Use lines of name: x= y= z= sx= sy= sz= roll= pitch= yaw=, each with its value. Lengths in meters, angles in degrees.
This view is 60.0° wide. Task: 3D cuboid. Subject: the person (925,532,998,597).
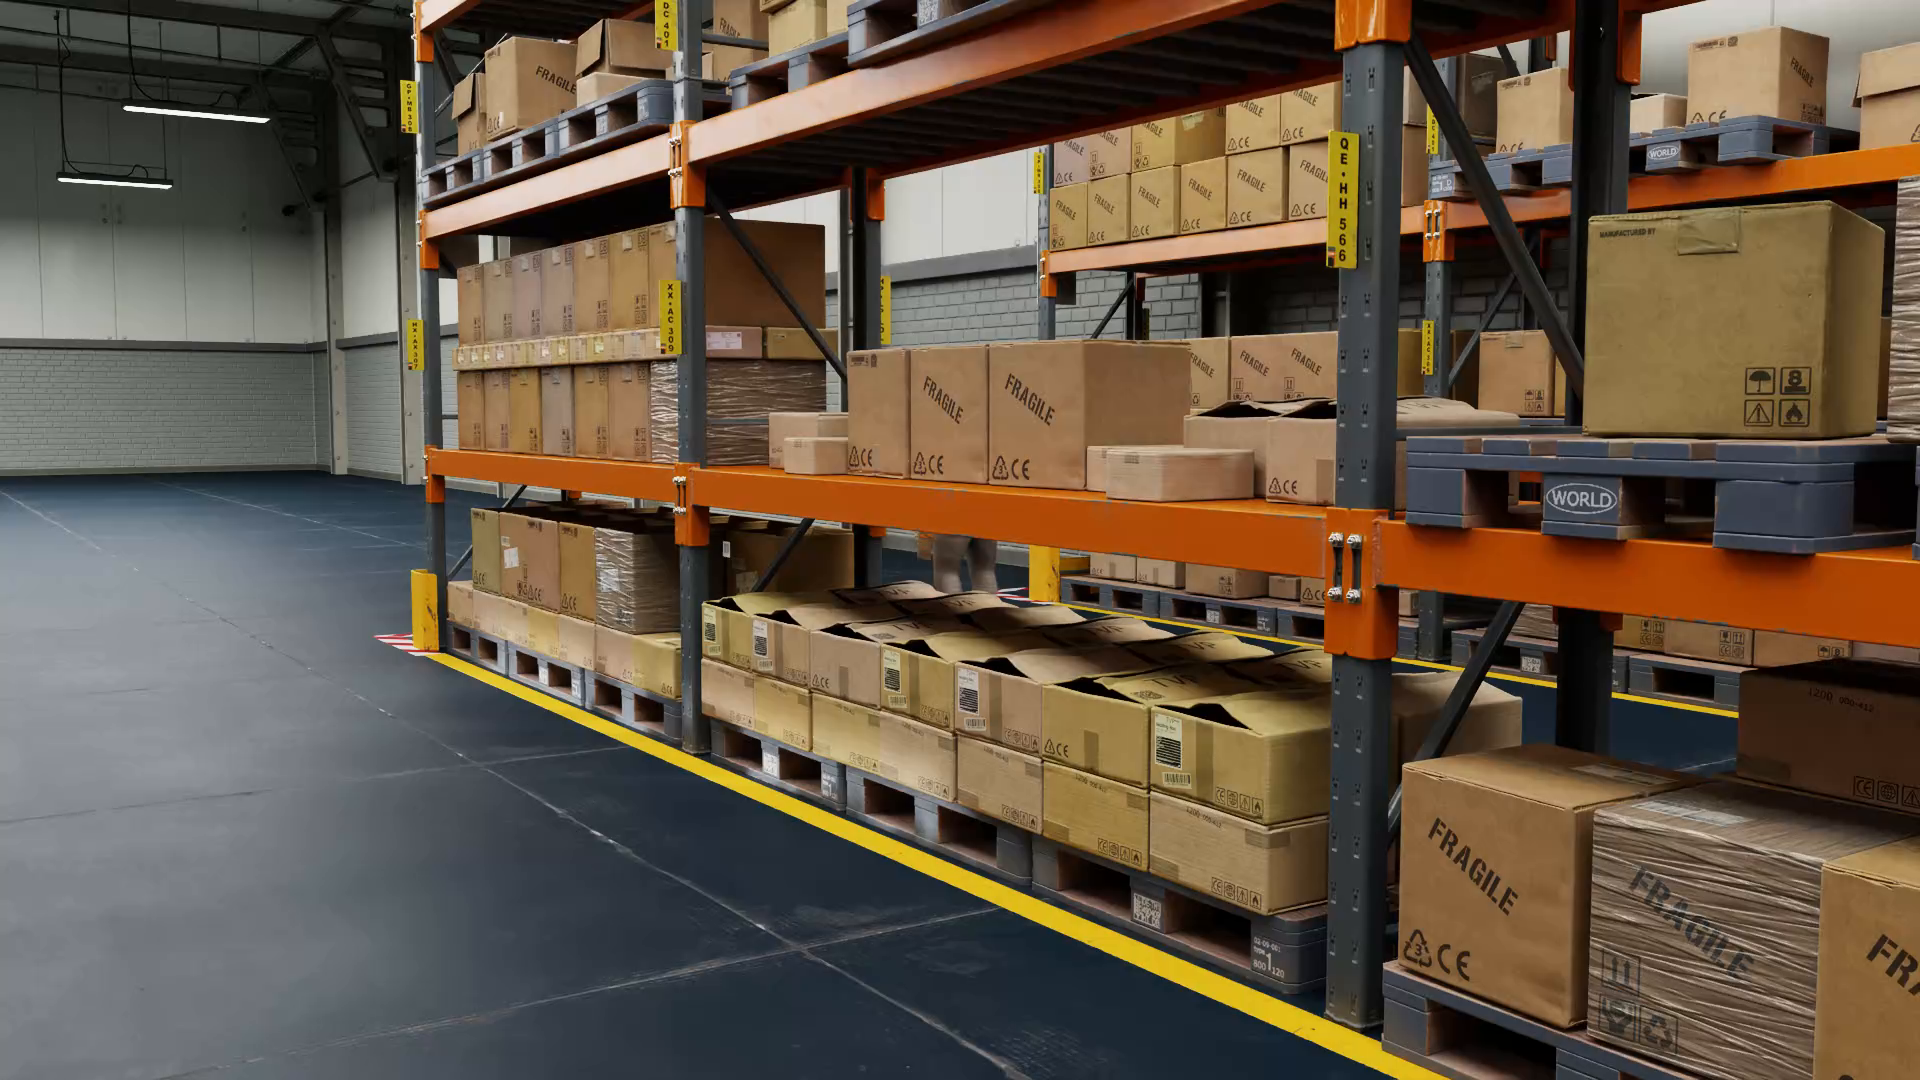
person: x=0.024 y=-0.154 z=10.814 sx=0.593 sy=1.726 sz=0.388 roll=-3 pitch=6 yaw=-35
